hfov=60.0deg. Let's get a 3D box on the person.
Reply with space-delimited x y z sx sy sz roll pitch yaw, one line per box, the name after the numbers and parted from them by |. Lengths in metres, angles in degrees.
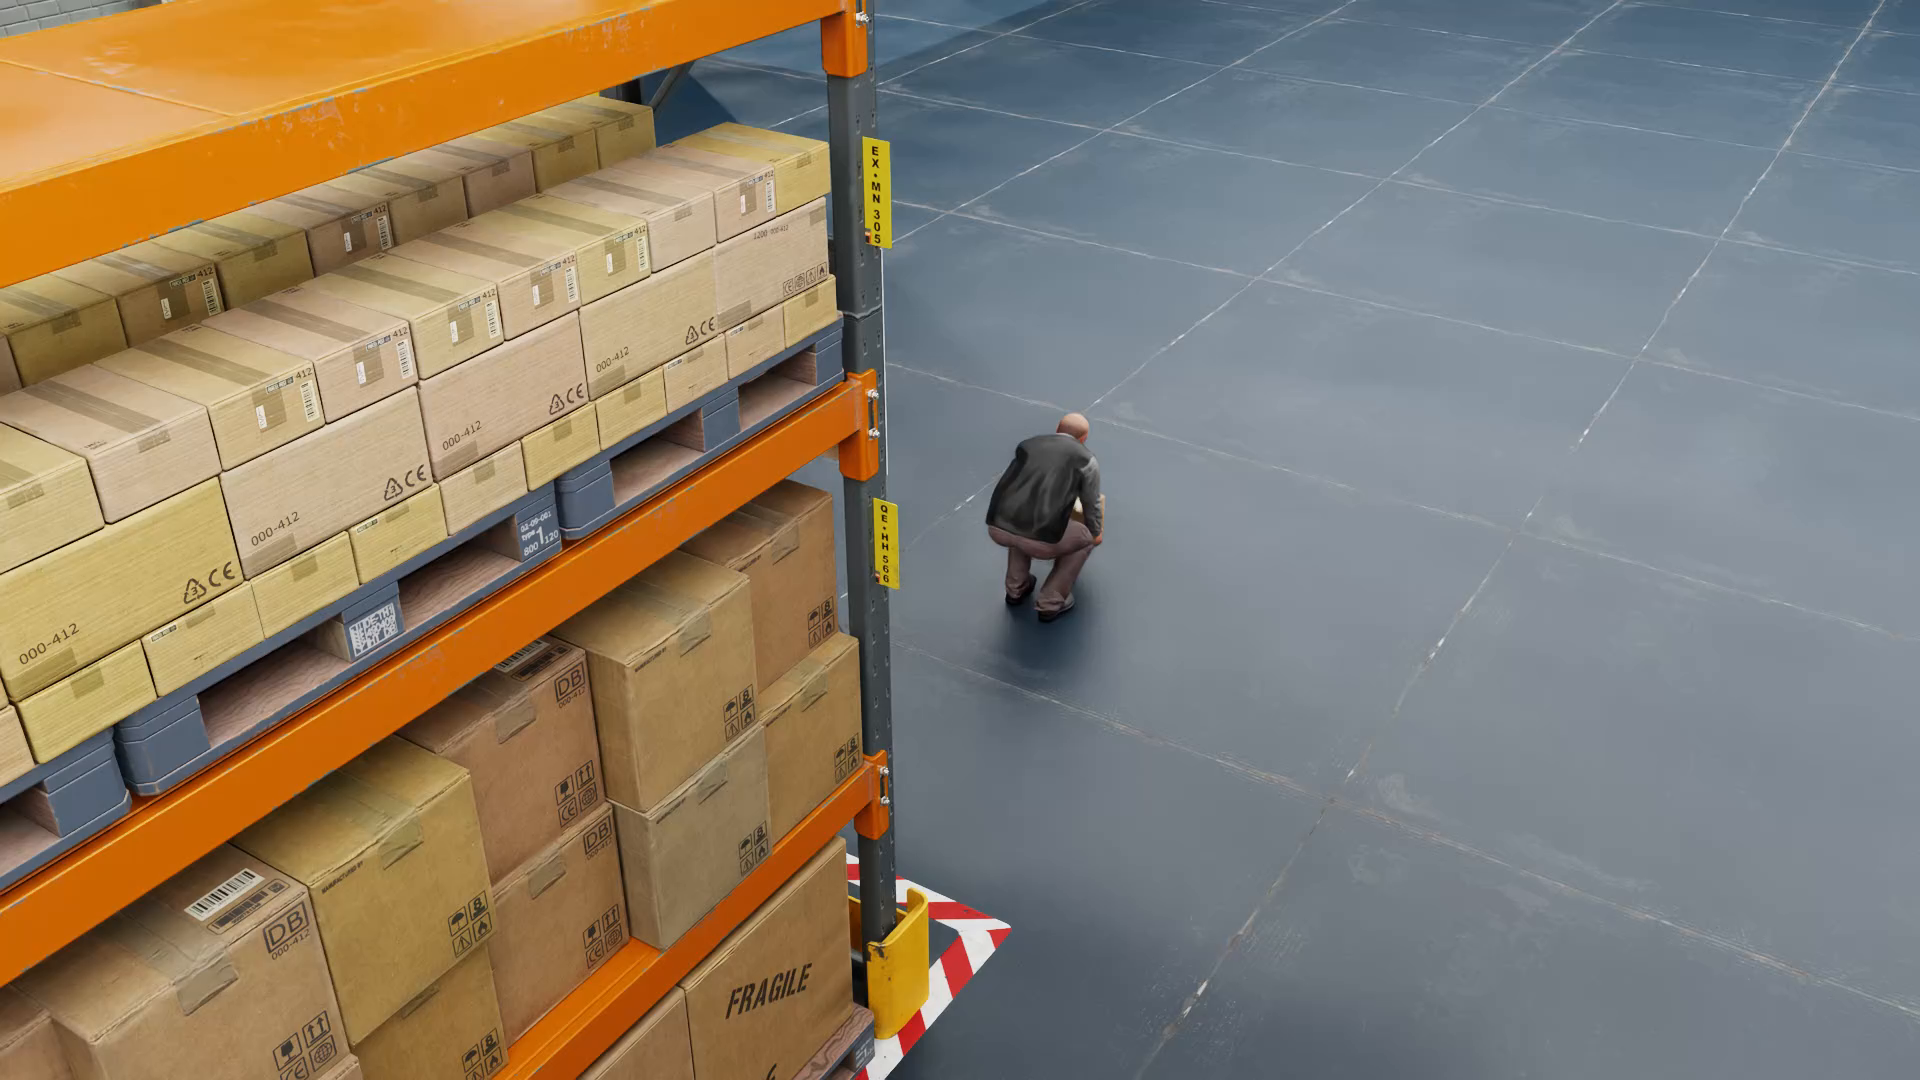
0.489 -0.117 9.178 0.509 0.957 0.889 17 34 26 | person
